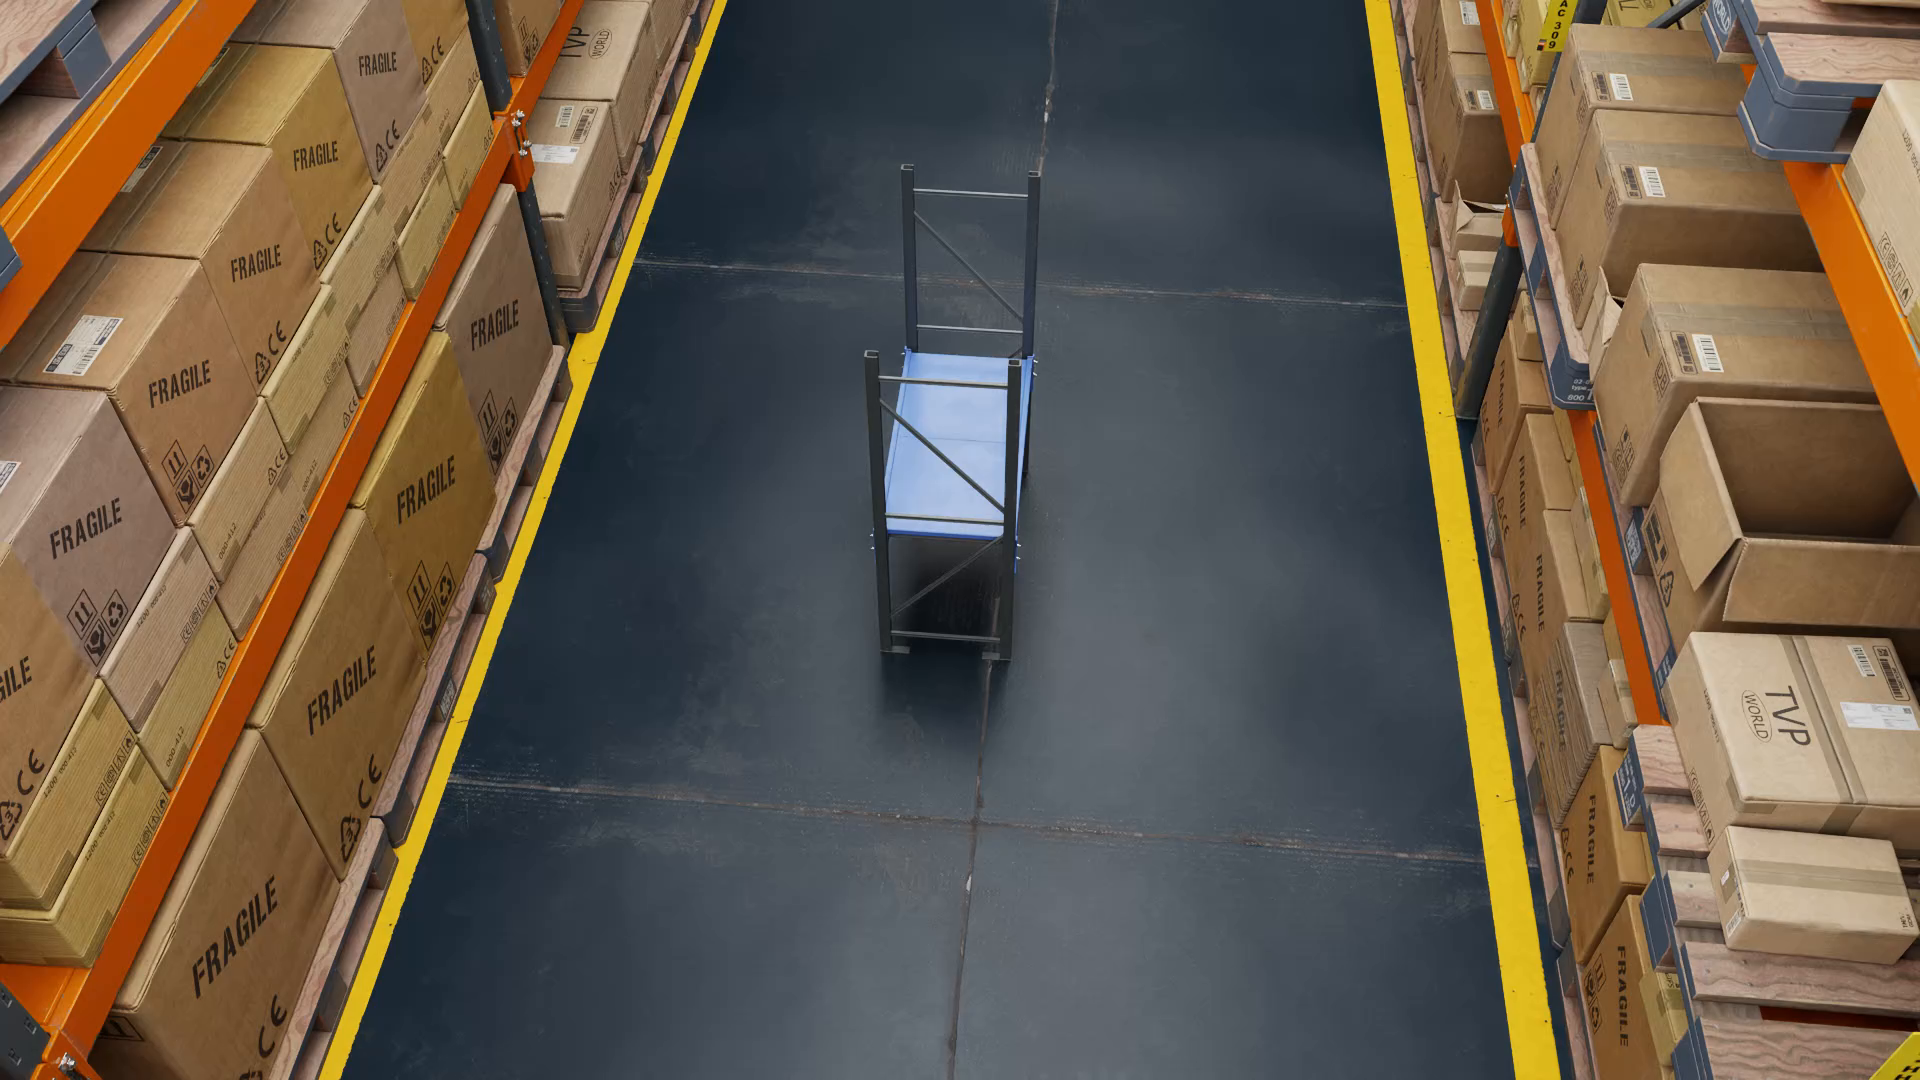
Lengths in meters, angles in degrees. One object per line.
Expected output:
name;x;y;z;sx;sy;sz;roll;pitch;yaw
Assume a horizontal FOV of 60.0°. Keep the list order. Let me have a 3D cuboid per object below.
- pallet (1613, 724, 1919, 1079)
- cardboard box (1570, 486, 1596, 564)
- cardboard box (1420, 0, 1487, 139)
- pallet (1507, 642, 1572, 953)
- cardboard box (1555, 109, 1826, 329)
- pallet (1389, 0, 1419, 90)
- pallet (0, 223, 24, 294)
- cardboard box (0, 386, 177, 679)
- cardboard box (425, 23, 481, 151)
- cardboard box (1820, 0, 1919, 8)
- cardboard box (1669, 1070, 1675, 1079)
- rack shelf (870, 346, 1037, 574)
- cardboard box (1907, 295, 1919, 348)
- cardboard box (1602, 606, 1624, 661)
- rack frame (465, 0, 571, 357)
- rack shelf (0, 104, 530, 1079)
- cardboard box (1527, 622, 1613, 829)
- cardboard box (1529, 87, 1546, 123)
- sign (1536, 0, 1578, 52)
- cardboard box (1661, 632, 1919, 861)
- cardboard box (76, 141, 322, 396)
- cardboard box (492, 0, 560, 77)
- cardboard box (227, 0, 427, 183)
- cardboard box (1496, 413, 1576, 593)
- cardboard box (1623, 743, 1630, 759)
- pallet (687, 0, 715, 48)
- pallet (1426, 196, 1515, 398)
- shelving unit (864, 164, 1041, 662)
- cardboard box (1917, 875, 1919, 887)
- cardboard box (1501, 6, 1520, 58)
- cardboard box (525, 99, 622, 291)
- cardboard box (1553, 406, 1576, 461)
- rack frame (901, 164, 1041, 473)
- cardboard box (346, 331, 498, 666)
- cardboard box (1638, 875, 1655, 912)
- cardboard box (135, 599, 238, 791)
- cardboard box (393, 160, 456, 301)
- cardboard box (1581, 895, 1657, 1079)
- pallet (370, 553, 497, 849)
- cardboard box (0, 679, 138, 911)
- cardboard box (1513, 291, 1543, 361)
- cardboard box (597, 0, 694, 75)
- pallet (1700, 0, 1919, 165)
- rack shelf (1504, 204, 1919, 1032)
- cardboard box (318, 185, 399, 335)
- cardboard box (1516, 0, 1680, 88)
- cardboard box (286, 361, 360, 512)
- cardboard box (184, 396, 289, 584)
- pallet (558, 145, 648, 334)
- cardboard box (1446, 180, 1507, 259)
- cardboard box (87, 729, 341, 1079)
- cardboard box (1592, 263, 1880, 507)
pallet;2.294;0.953;4.002;1.213;0.211;1.003;4;48;4
cardboard box;2.337;-0.038;5.748;0.380;0.149;0.250;4;48;3
cardboard box;2.617;-2.335;8.289;0.500;0.500;0.500;5;48;4
pallet;2.522;0.892;5.817;1.003;0.211;1.213;4;48;4
cardboard box;2.353;-1.003;5.308;0.700;0.500;0.500;4;48;4
pallet;2.953;-2.905;9.290;1.003;0.211;1.213;4;48;4
pallet;-2.635;-0.365;3.173;1.213;0.211;1.003;6;48;5
cardboard box;-2.317;-0.022;4.018;0.500;0.500;0.500;4;48;4
cardboard box;-2.075;-1.657;6.022;0.500;0.250;0.500;4;48;3
cardboard box;2.129;-1.327;3.742;0.380;0.149;0.250;5;48;4
cardboard box;2.095;1.494;4.347;0.380;0.149;0.250;2;48;2
rack shelf;-0.008;-0.322;6.298;0.538;0.185;1.000;4;48;4
cardboard box;2.152;-0.334;3.117;0.500;0.250;0.500;4;48;4
cardboard box;2.317;0.344;5.398;0.380;0.149;0.250;4;48;4
rack frame;-2.277;-1.879;6.462;1.000;3.000;0.127;4;48;4
rack shelf;-2.459;-0.167;5.383;1.077;0.370;4.000;4;48;4
cardboard box;2.257;0.633;5.574;0.500;0.500;0.500;2;48;2
cardboard box;2.444;-1.715;6.482;0.380;0.149;0.250;4;48;4
sign;2.126;-1.871;5.868;0.100;0.325;0.005;4;48;4
cardboard box;2.076;0.503;4.100;0.500;0.250;0.500;2;48;2
cardboard box;-2.205;-0.772;4.704;0.500;0.500;0.500;5;48;4
cardboard box;-1.973;-2.240;6.725;0.500;0.500;0.500;5;48;5
cardboard box;-2.107;-1.525;5.392;0.500;0.500;0.500;5;48;4
cardboard box;2.360;-0.114;6.257;0.500;0.500;0.500;3;48;3
cardboard box;2.248;0.726;5.048;0.380;0.149;0.250;3;48;3
pallet;-1.907;-3.285;9.637;1.003;0.211;1.213;4;48;4
pallet;2.730;-1.112;7.650;1.003;0.211;1.213;4;48;4
shelving unit;-0.008;-0.443;6.165;0.538;1.500;1.048;4;48;4
cardboard box;2.505;0.848;3.615;0.500;0.500;0.500;6;48;5
cardboard box;2.446;-2.100;6.834;0.380;0.149;0.250;5;48;5
cardboard box;-2.112;-1.611;7.668;0.875;0.438;0.875;3;48;3
cardboard box;2.409;-0.422;6.099;0.380;0.149;0.250;2;48;2
rack frame;0.039;-0.817;6.507;0.500;1.500;0.032;4;48;4
cardboard box;-2.328;-0.179;6.062;0.875;0.875;0.875;5;48;5
cardboard box;2.157;1.101;4.706;0.380;0.149;0.250;2;48;2
cardboard box;-2.317;0.389;4.489;0.500;0.250;0.500;3;48;2
cardboard box;-2.114;-1.108;5.858;0.500;0.250;0.500;3;48;3
cardboard box;2.183;1.401;4.872;0.500;0.500;0.500;3;48;3
pallet;-2.380;0.533;6.146;1.003;0.211;1.213;4;48;4
cardboard box;-2.349;0.586;3.970;0.500;0.250;0.500;4;48;3
cardboard box;2.369;-0.820;6.463;0.380;0.149;0.250;6;48;5
cardboard box;-1.948;-2.931;8.876;0.875;0.438;0.875;5;48;5
pallet;2.446;-1.261;3.991;1.213;0.211;1.003;4;48;4
rack shelf;2.484;0.164;5.081;1.077;0.370;4.000;4;48;4
cardboard box;-2.154;-0.908;5.337;0.500;0.250;0.500;5;48;4
cardboard box;2.470;-1.989;6.462;0.500;0.250;0.500;5;48;5
cardboard box;-2.222;-0.359;5.173;0.500;0.250;0.500;4;48;4
cardboard box;-2.243;-0.159;4.652;0.500;0.250;0.500;4;48;3
pallet;-2.129;-1.492;7.997;1.003;0.211;1.213;4;48;4
cardboard box;2.458;-1.459;7.646;0.396;0.266;0.258;5;48;5
cardboard box;-2.495;1.133;4.862;0.875;0.875;0.875;3;48;3
cardboard box;2.281;-0.426;4.781;0.700;0.500;0.500;4;48;3
